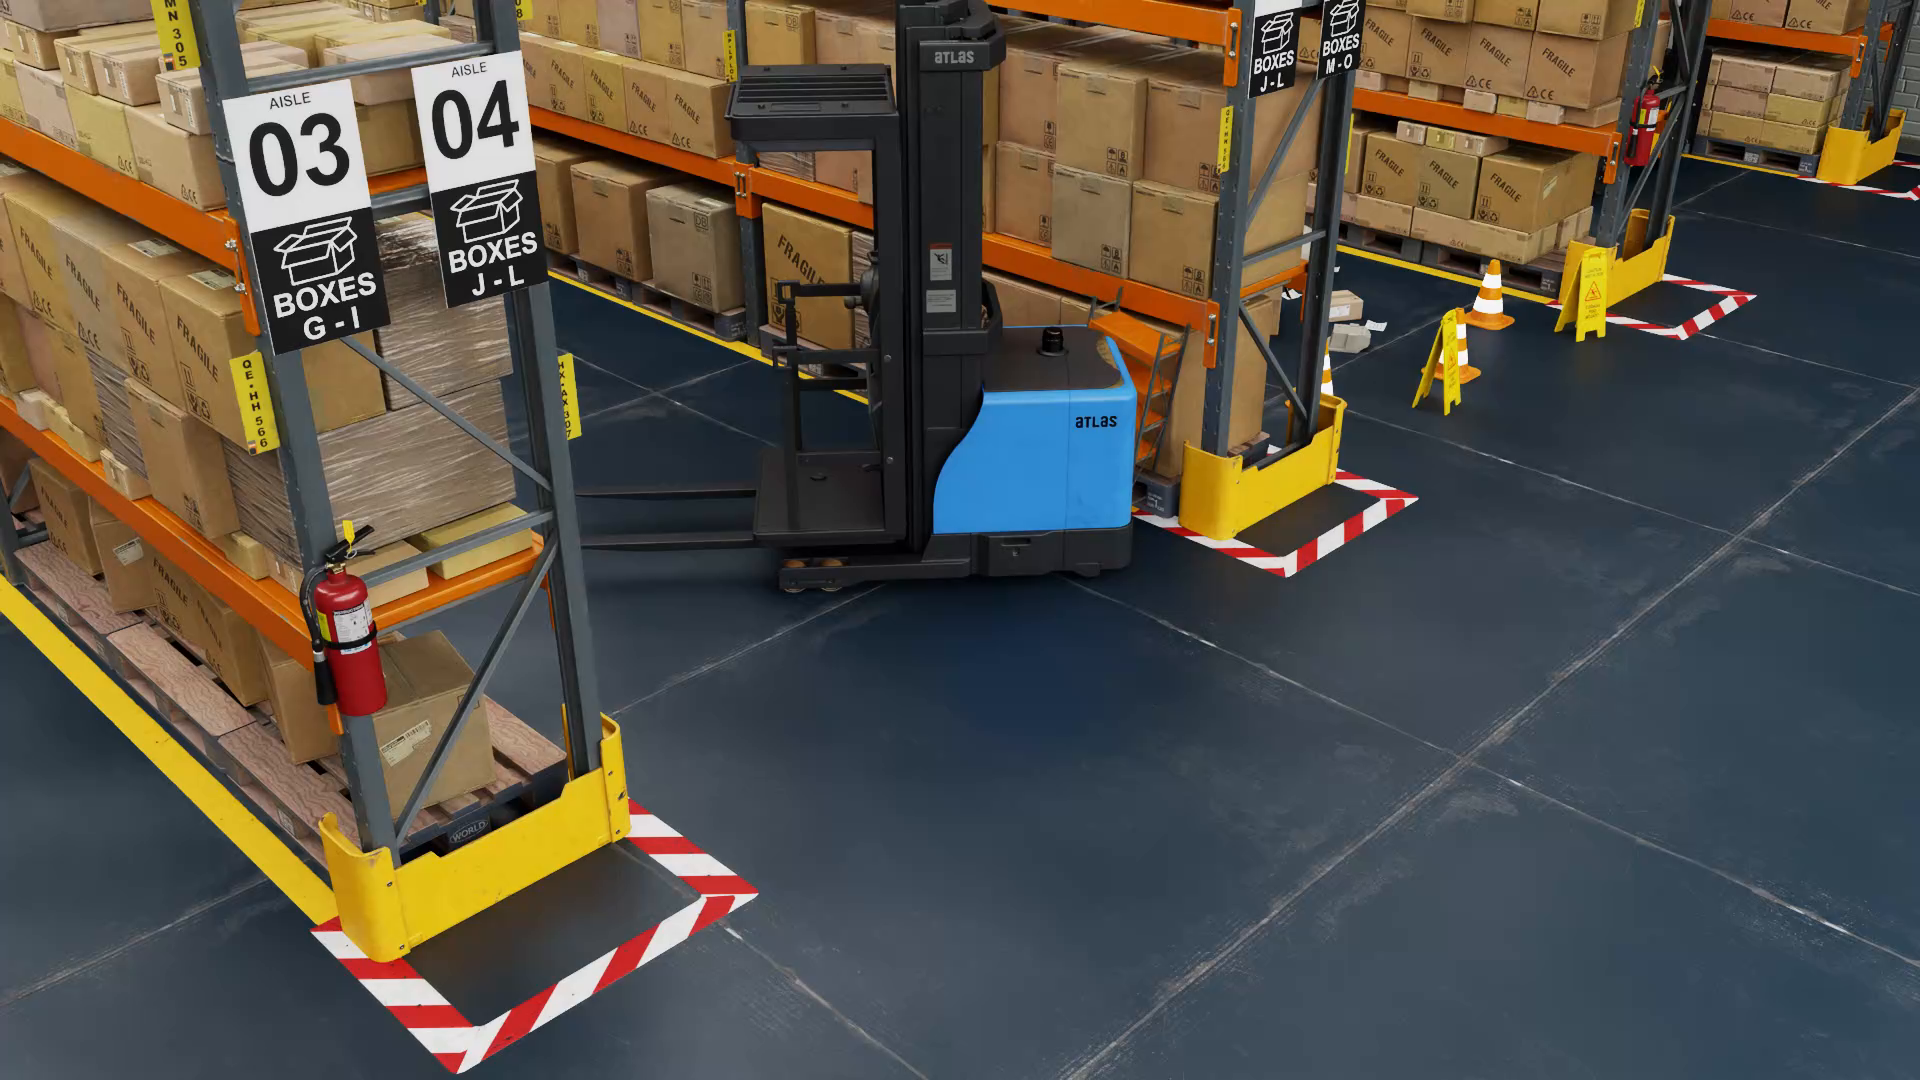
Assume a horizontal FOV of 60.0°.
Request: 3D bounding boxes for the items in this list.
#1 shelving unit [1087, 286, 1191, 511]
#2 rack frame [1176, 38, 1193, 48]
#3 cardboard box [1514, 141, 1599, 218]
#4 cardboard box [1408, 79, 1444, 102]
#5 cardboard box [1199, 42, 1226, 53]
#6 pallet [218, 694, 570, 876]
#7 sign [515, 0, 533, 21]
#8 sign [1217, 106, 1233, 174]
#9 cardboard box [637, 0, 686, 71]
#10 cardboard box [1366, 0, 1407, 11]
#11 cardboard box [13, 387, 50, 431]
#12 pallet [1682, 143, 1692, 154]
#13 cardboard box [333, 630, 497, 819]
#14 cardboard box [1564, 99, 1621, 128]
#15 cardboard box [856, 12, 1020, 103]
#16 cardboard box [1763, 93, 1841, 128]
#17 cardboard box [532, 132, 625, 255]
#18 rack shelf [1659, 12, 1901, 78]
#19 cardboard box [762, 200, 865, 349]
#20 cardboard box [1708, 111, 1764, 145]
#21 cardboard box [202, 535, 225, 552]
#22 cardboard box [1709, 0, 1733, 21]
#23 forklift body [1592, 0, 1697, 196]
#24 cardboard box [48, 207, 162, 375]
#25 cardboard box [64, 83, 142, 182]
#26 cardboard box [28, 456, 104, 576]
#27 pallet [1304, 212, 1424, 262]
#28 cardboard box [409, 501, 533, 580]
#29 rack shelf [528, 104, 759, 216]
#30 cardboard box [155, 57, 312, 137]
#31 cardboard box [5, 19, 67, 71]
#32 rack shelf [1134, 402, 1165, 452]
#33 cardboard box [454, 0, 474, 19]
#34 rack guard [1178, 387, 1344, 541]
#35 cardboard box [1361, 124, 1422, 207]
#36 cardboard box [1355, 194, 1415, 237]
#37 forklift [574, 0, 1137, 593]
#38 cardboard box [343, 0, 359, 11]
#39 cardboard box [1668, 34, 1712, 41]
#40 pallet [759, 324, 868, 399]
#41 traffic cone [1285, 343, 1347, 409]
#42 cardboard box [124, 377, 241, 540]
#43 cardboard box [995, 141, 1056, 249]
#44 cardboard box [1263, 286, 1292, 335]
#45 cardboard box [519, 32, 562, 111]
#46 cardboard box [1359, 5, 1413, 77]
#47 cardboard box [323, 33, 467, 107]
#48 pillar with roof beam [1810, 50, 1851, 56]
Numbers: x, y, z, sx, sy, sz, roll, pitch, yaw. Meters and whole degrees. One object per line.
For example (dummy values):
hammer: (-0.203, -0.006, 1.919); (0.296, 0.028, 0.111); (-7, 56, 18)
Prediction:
shelving unit: (0.902, -0.756, 9.319); (0.258, 1.200, 0.503); (-25, 47, -39)
rack frame: (2.270, -4.549, 14.678); (0.127, 3.000, 1.000); (25, 36, 38)
cardboard box: (4.723, -2.907, 13.253); (0.500, 0.500, 0.500); (23, 36, 37)
cardboard box: (3.744, -3.578, 13.101); (0.250, 0.149, 0.380); (24, 36, 38)
cardboard box: (2.269, -4.229, 14.339); (0.250, 0.149, 0.380); (24, 36, 38)
pallet: (-2.435, 0.978, 7.164); (1.213, 0.211, 1.003); (25, 36, 38)
sign: (-1.446, -1.850, 5.382); (0.005, 0.325, 0.100); (25, 36, 38)
sign: (1.333, -2.010, 8.351); (0.005, 0.325, 0.100); (25, 36, 38)
cardboard box: (-1.855, -3.687, 11.858); (0.500, 0.500, 0.700); (24, 36, 38)
cardboard box: (3.555, -4.465, 13.018); (0.500, 0.500, 0.700); (24, 36, 38)
cardboard box: (-4.035, -0.647, 7.528); (0.250, 0.149, 0.380); (25, 36, 38)
pallet: (7.159, -4.292, 17.185); (1.213, 0.211, 1.003); (25, 36, 38)
cardboard box: (-2.259, 0.756, 6.824); (0.500, 0.500, 0.500); (-18, 33, -30)
cardboard box: (4.705, -3.184, 12.352); (0.380, 0.149, 0.250); (-24, 36, -38)
cardboard box: (-0.127, -2.923, 10.265); (0.550, 0.550, 0.875); (25, 36, 38)
cardboard box: (8.033, -4.138, 15.862); (0.500, 0.250, 0.500); (24, 36, 38)
cardboard box: (-2.984, -2.856, 13.424); (1.050, 0.750, 0.750); (-25, 36, -38)
rack shelf: (7.173, -5.226, 16.740); (4.000, 0.370, 1.077); (25, 36, 38)
cardboard box: (-0.729, -1.890, 11.454); (0.875, 0.875, 0.875); (-25, 36, -38)
cardboard box: (7.695, -4.075, 16.280); (0.500, 0.250, 0.500); (25, 36, 38)
cardboard box: (-2.734, -0.101, 6.490); (0.250, 0.149, 0.380); (25, 36, 38)
cardboard box: (7.335, -5.349, 16.093); (0.500, 0.500, 0.500); (24, 36, 37)
forklift body: (5.968, -4.530, 15.554); (1.214, 2.155, 2.313); (25, 36, 38)
cardboard box: (-3.107, -0.996, 6.420); (0.500, 0.500, 0.500); (25, 36, 38)
cardboard box: (-2.706, -1.451, 5.725); (0.500, 0.250, 0.500); (25, 37, 39)
cardboard box: (-4.421, -0.196, 8.634); (0.500, 0.500, 0.500); (23, 36, 37)
pallet: (3.647, -2.709, 14.176); (1.213, 0.211, 1.003); (25, 36, 38)
cardboard box: (-1.862, -0.016, 6.327); (0.250, 0.149, 0.380); (25, 36, 38)
rack shelf: (-2.555, -3.207, 12.900); (4.000, 0.370, 1.077); (25, 36, 38)
cardboard box: (-2.243, -1.380, 5.161); (0.250, 0.149, 0.380); (25, 36, 38)
cardboard box: (-3.165, -1.807, 5.973); (0.250, 0.149, 0.380); (22, 35, 36)
rack shelf: (0.893, -0.702, 9.357); (0.258, 0.148, 0.480); (-25, 47, -39)
cardboard box: (-3.668, -4.515, 13.433); (0.500, 0.500, 0.700); (24, 36, 38)
rack guard: (1.741, -0.454, 9.576); (0.348, 0.500, 1.175); (25, 36, 38)
cardboard box: (3.638, -3.056, 13.536); (0.500, 0.500, 0.500); (24, 36, 37)
cardboard box: (3.616, -2.728, 13.718); (0.500, 0.250, 0.500); (23, 35, 37)
forklift: (-0.627, -1.276, 8.528); (3.031, 2.935, 1.130); (-2, 28, -4)
cardboard box: (-5.033, -4.566, 14.210); (0.380, 0.149, 0.250); (-24, 36, -38)
cardboard box: (7.321, -5.021, 17.006); (0.500, 0.250, 0.500); (24, 36, 37)
pallet: (-0.641, -1.365, 11.619); (1.213, 0.211, 1.003); (25, 36, 38)
traffic cone: (2.340, -1.090, 10.825); (0.334, 0.463, 0.336); (25, 36, 38)
cardboard box: (-2.639, -0.443, 6.442); (0.500, 0.500, 0.875); (25, 36, 38)
cardboard box: (0.708, -2.137, 9.930); (0.550, 0.550, 0.875); (25, 36, 38)
cardboard box: (2.094, -1.872, 12.269); (0.637, 0.503, 0.797); (2, 28, 4)
cardboard box: (-3.126, -3.657, 12.874); (0.500, 0.500, 0.500); (25, 36, 38)
cardboard box: (3.485, -4.006, 13.219); (0.500, 0.500, 0.500); (-25, 37, -39)
cardboard box: (-1.860, -1.559, 5.502); (0.250, 0.149, 0.380); (24, 36, 38)
pillar with roof beam: (5.716, -6.645, 12.219); (0.400, 9.000, 9.100); (25, 36, 38)
